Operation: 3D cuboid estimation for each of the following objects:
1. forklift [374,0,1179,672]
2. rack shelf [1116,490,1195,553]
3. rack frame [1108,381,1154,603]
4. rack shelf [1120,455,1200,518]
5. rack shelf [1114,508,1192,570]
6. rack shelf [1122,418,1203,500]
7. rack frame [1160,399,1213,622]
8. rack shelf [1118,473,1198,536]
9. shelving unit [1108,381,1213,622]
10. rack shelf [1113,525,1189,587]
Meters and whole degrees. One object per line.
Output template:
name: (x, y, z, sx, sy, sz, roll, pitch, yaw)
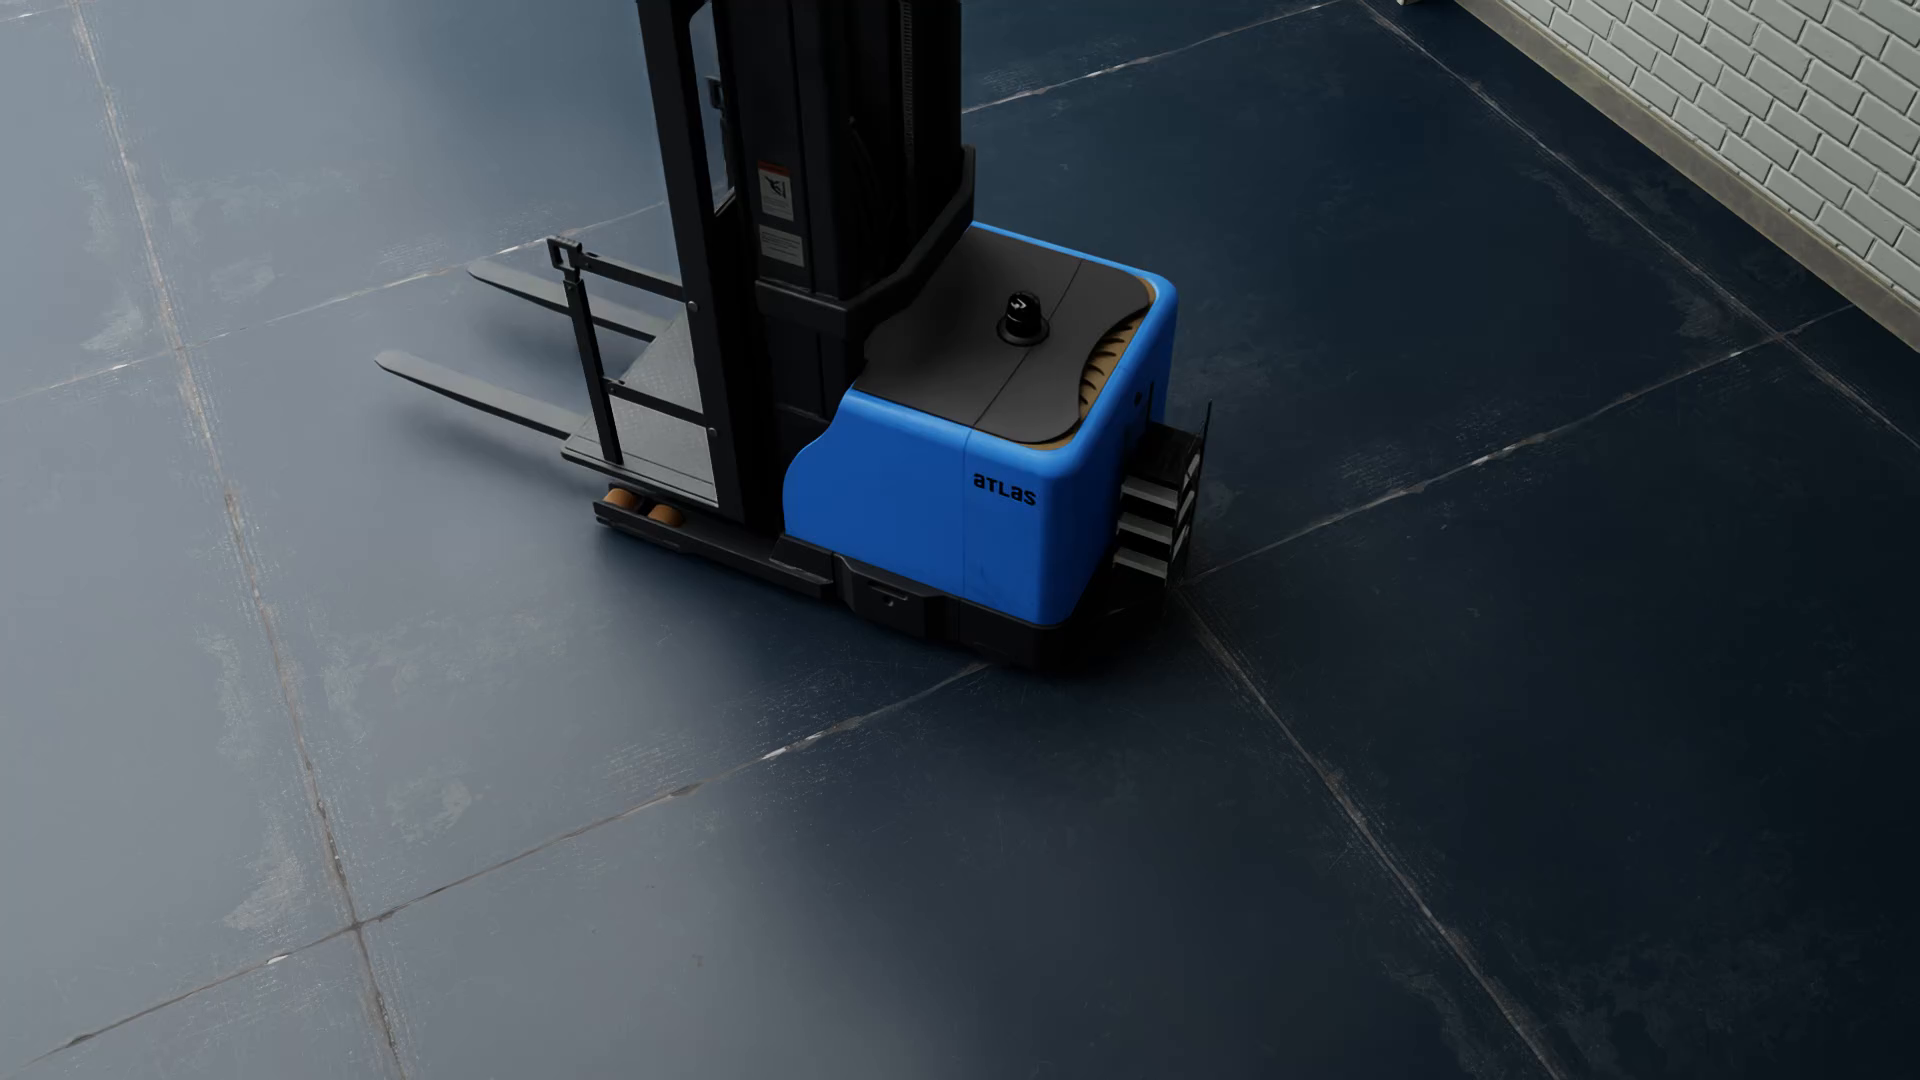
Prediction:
forklift: (-0.807, -1.275, 5.418, 3.031, 2.935, 1.130, 19, 52, 16)
rack shelf: (0.683, -0.094, 5.779, 0.200, 0.077, 0.258, 19, 52, 16)
rack frame: (0.591, -0.149, 5.782, 0.006, 0.900, 0.240, 19, 52, 16)
rack shelf: (0.683, -0.213, 5.644, 0.200, 0.077, 0.258, 19, 52, 16)
rack shelf: (0.683, -0.035, 5.847, 0.200, 0.077, 0.258, 19, 52, 16)
rack shelf: (0.683, -0.272, 5.576, 0.200, 0.077, 0.258, 19, 52, 16)
rack frame: (0.776, -0.084, 5.726, 0.006, 0.900, 0.240, 19, 52, 16)
rack shelf: (0.683, -0.154, 5.711, 0.200, 0.077, 0.258, 19, 52, 16)
shelving unit: (0.683, -0.116, 5.754, 0.210, 0.900, 0.258, 19, 52, 16)
rack shelf: (0.683, 0.024, 5.914, 0.200, 0.077, 0.258, 19, 52, 16)
